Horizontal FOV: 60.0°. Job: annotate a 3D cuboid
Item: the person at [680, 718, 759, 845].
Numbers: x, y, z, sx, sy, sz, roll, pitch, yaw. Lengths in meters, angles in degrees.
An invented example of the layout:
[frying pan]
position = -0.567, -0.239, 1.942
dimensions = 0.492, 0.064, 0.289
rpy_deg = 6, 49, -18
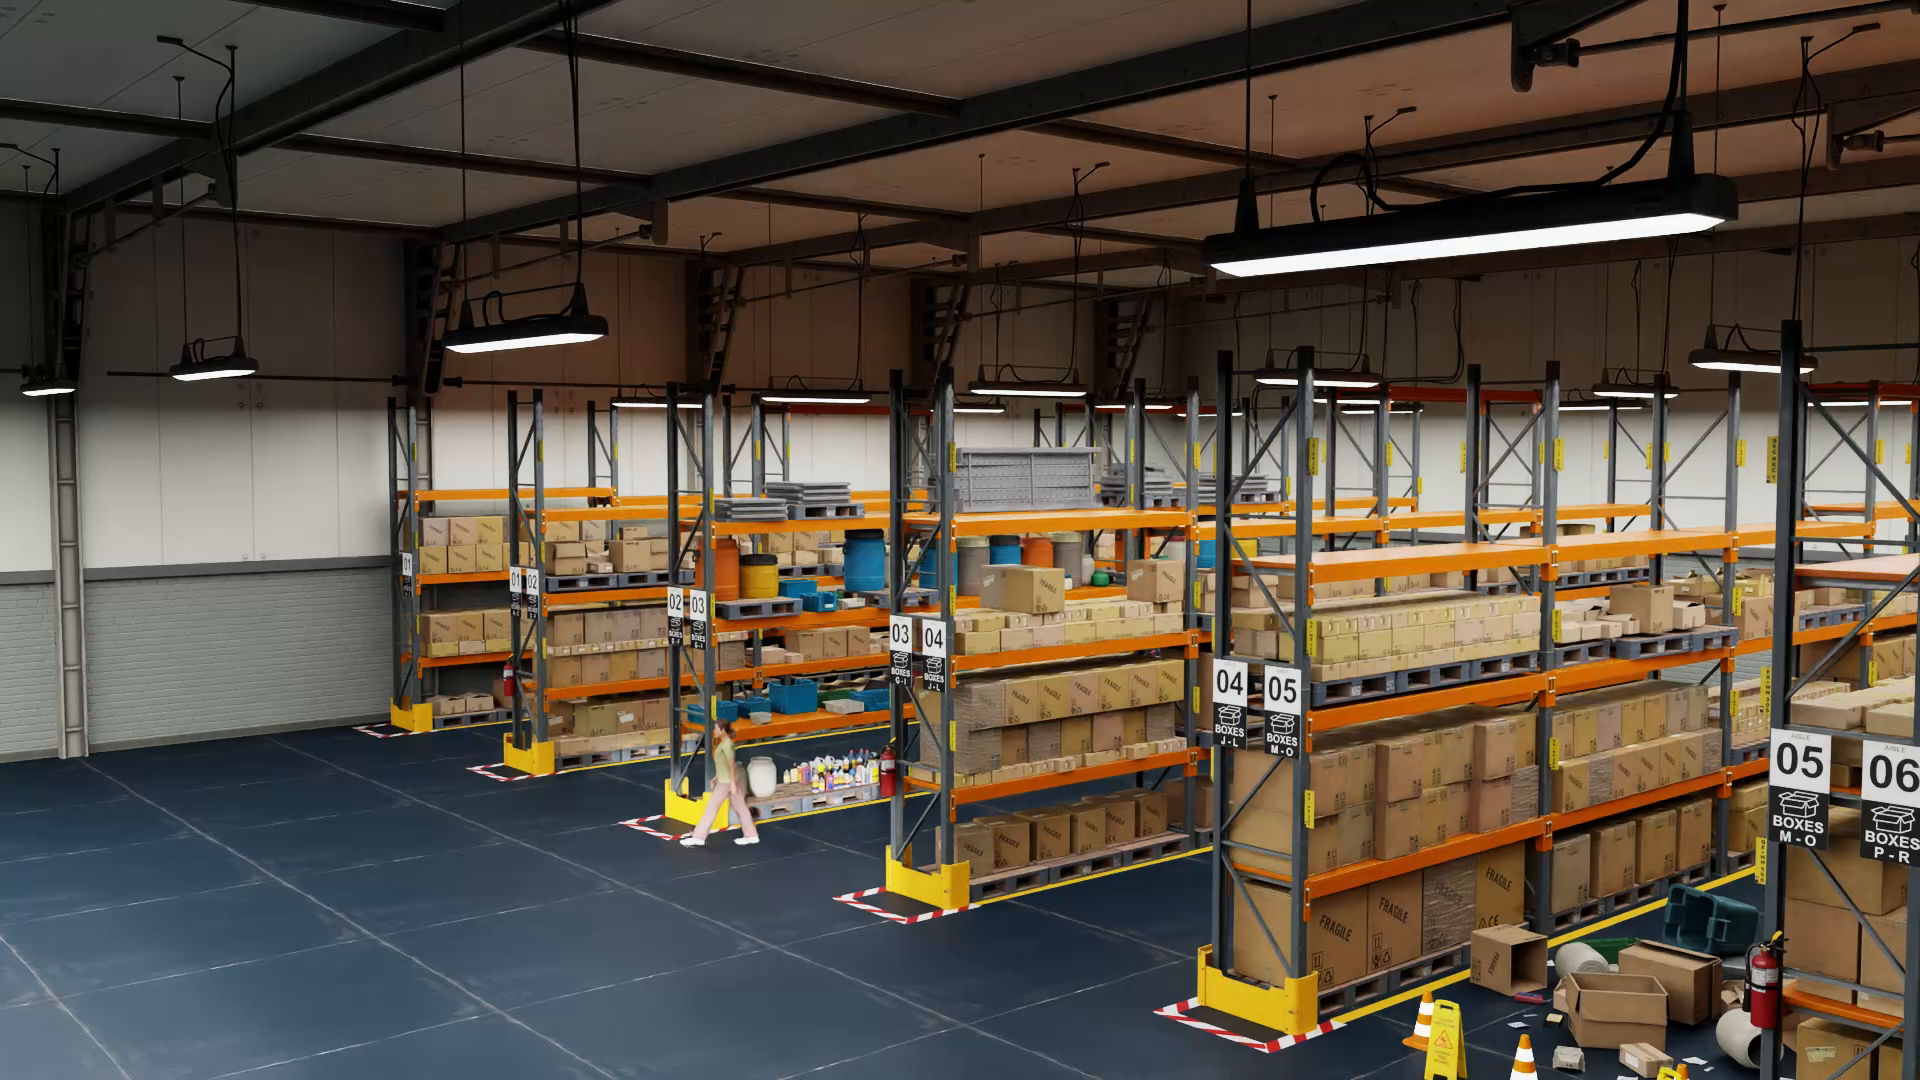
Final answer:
[person]
position = -3.059, 3.084, 21.247
dimensions = 0.978, 1.627, 0.465
rpy_deg = 0, 3, 1
